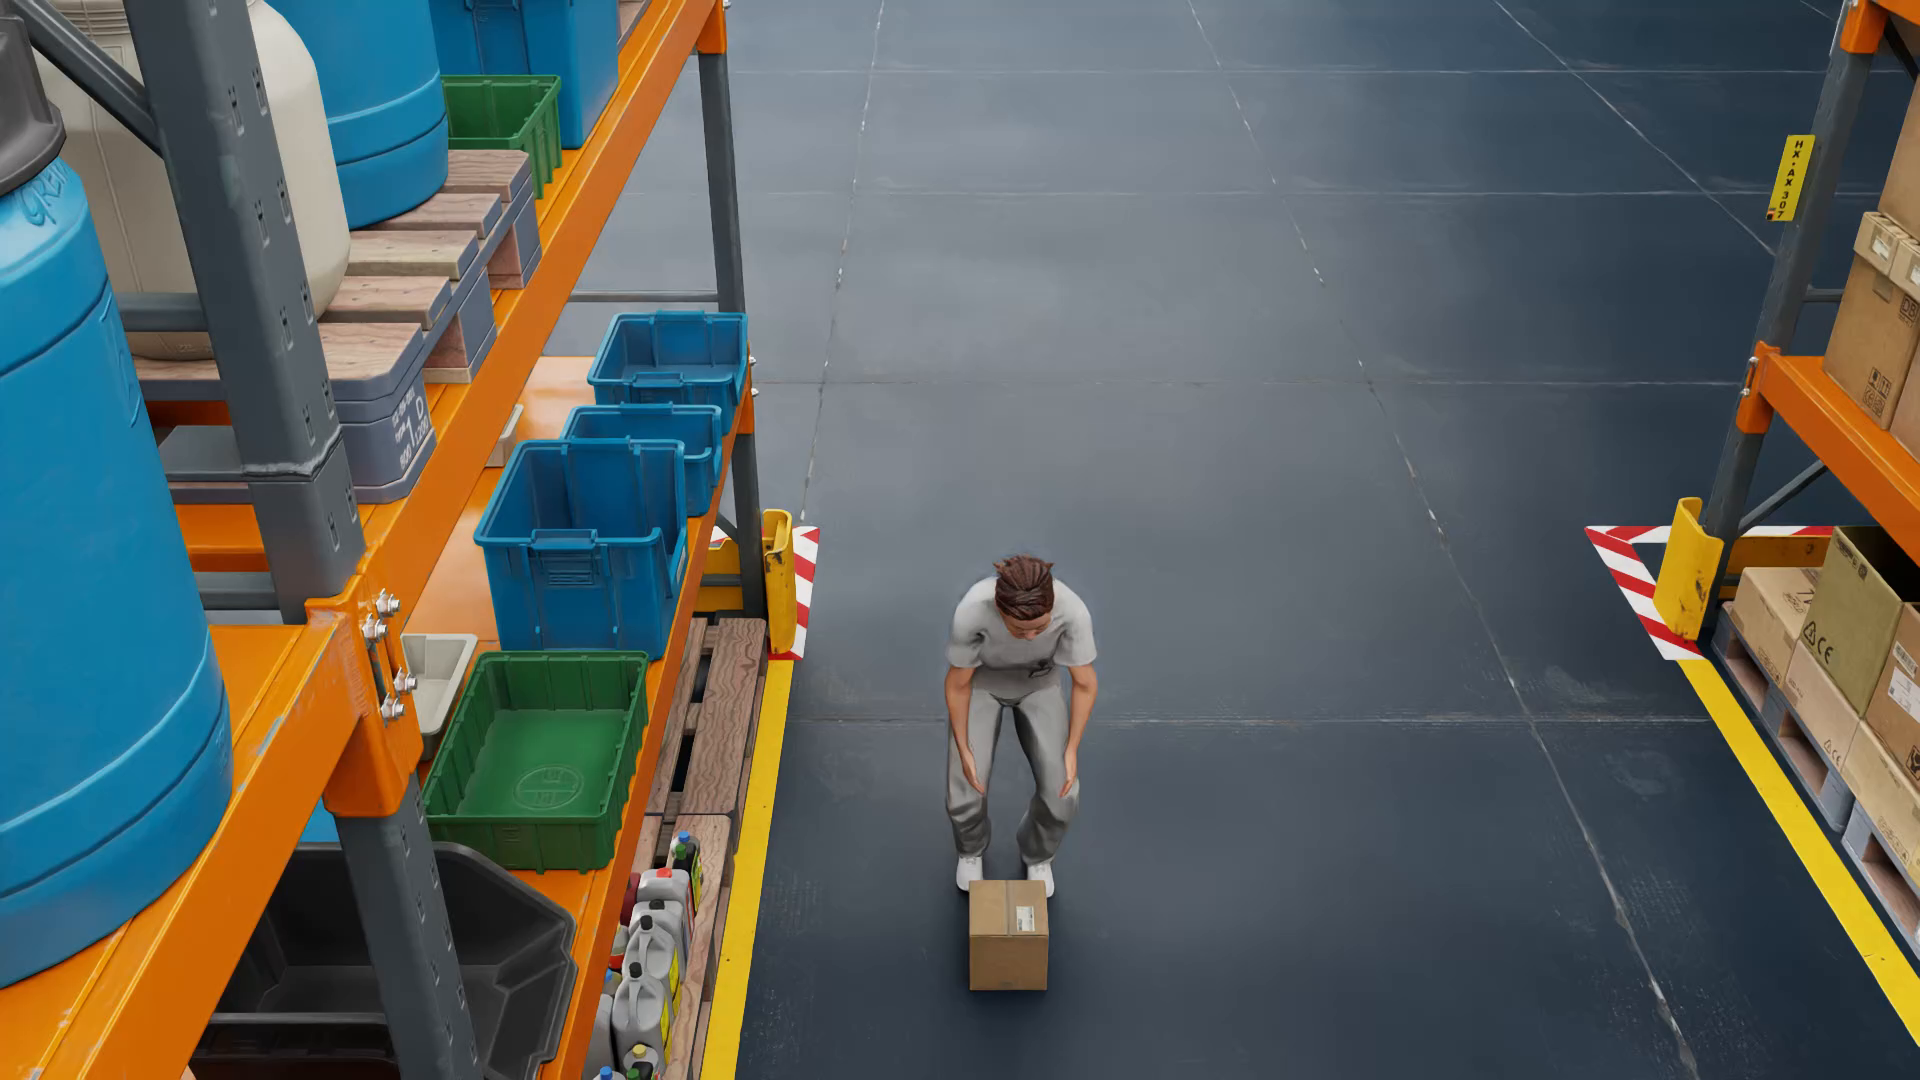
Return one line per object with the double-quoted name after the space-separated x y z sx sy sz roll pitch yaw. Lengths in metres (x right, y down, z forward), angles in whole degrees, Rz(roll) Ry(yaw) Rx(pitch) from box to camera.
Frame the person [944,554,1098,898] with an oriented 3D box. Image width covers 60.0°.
0.195 0.573 5.459 0.490 1.418 0.616 0 32 0 "person"
